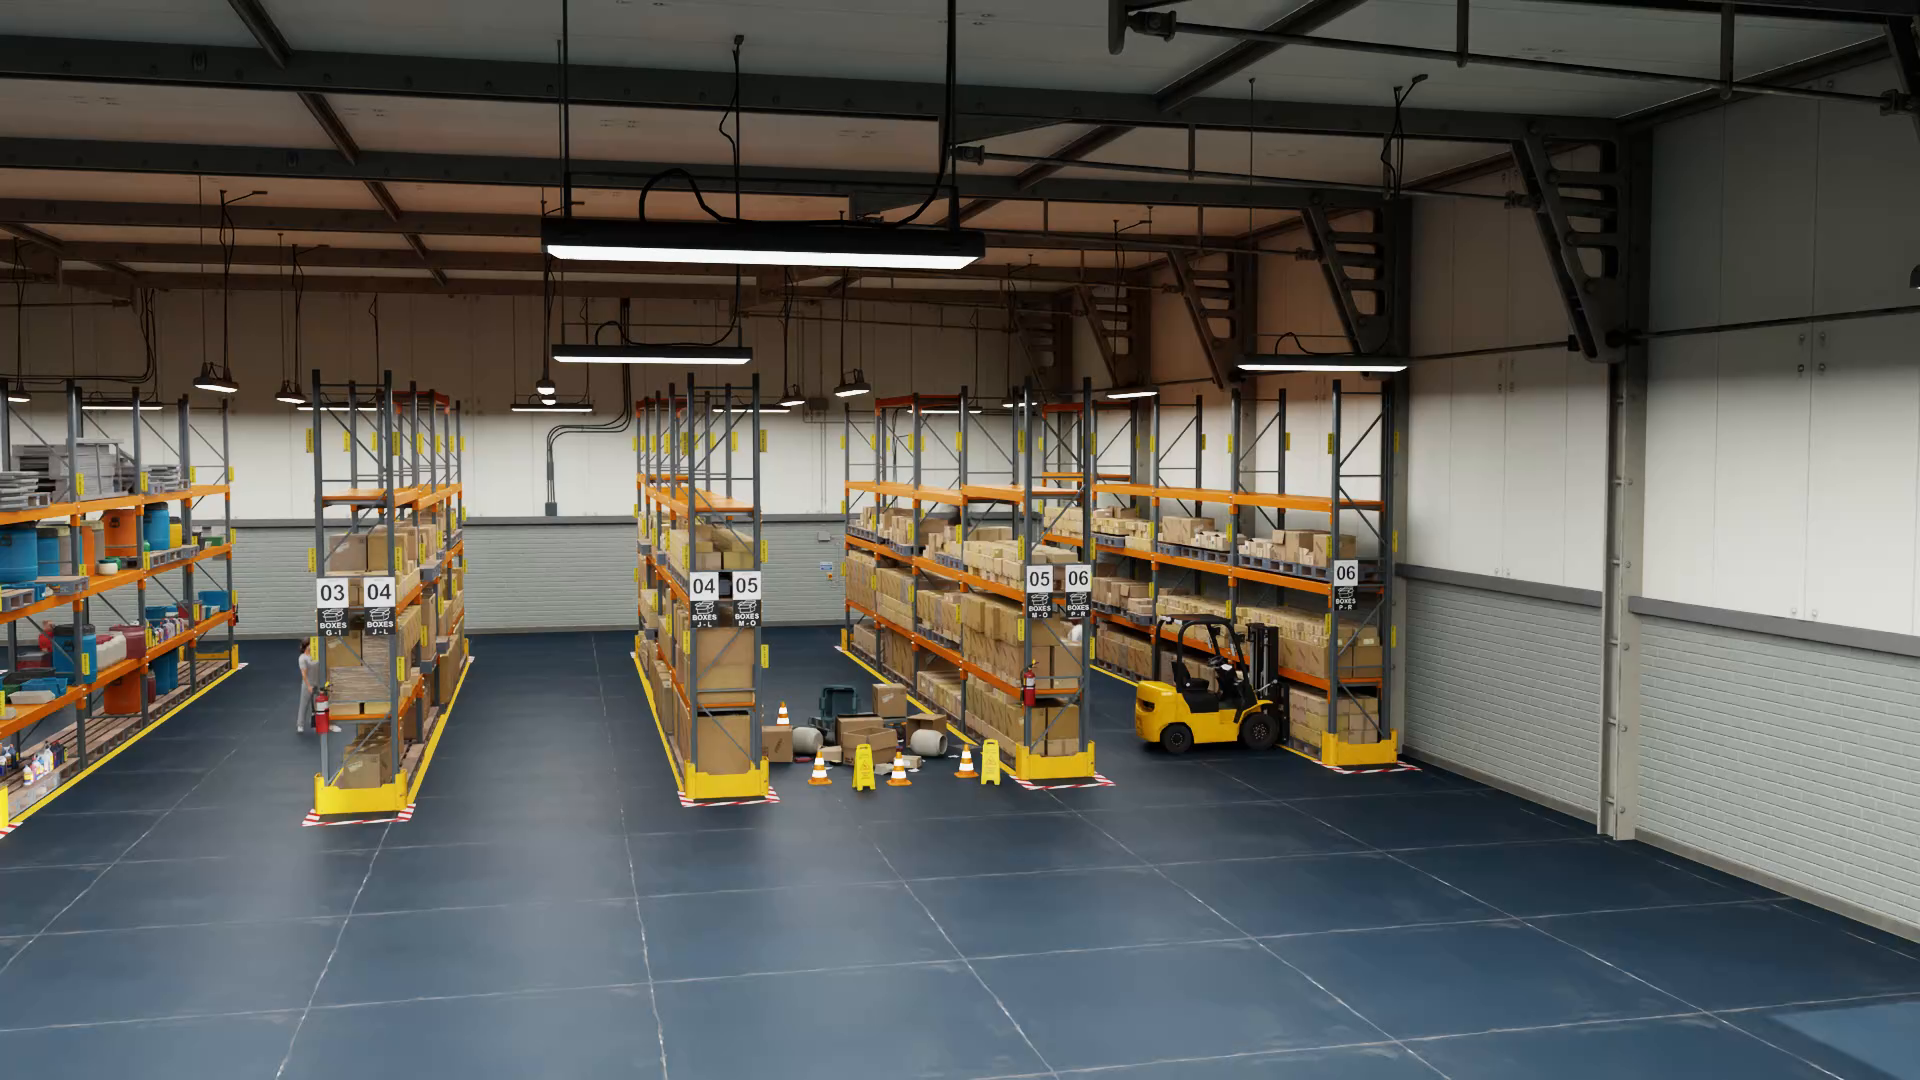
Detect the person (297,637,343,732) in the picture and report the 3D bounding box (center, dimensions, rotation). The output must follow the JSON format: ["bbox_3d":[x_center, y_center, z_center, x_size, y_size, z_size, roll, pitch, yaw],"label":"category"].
[{"bbox_3d":[-11.182,2.509,28.883,0.700,1.658,0.595,3,4,40],"label":"person"}]

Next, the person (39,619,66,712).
[{"bbox_3d":[-16.954,2.336,31.029,0.436,1.724,0.601,-2,4,-29],"label":"person"}]

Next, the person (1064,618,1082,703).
[{"bbox_3d":[2.240,2.258,32.371,0.393,1.771,0.623,2,4,26],"label":"person"}]

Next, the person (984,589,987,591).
[{"bbox_3d":[0.524,1.940,38.484,0.344,1.677,0.518,-1,4,-24],"label":"person"}]
